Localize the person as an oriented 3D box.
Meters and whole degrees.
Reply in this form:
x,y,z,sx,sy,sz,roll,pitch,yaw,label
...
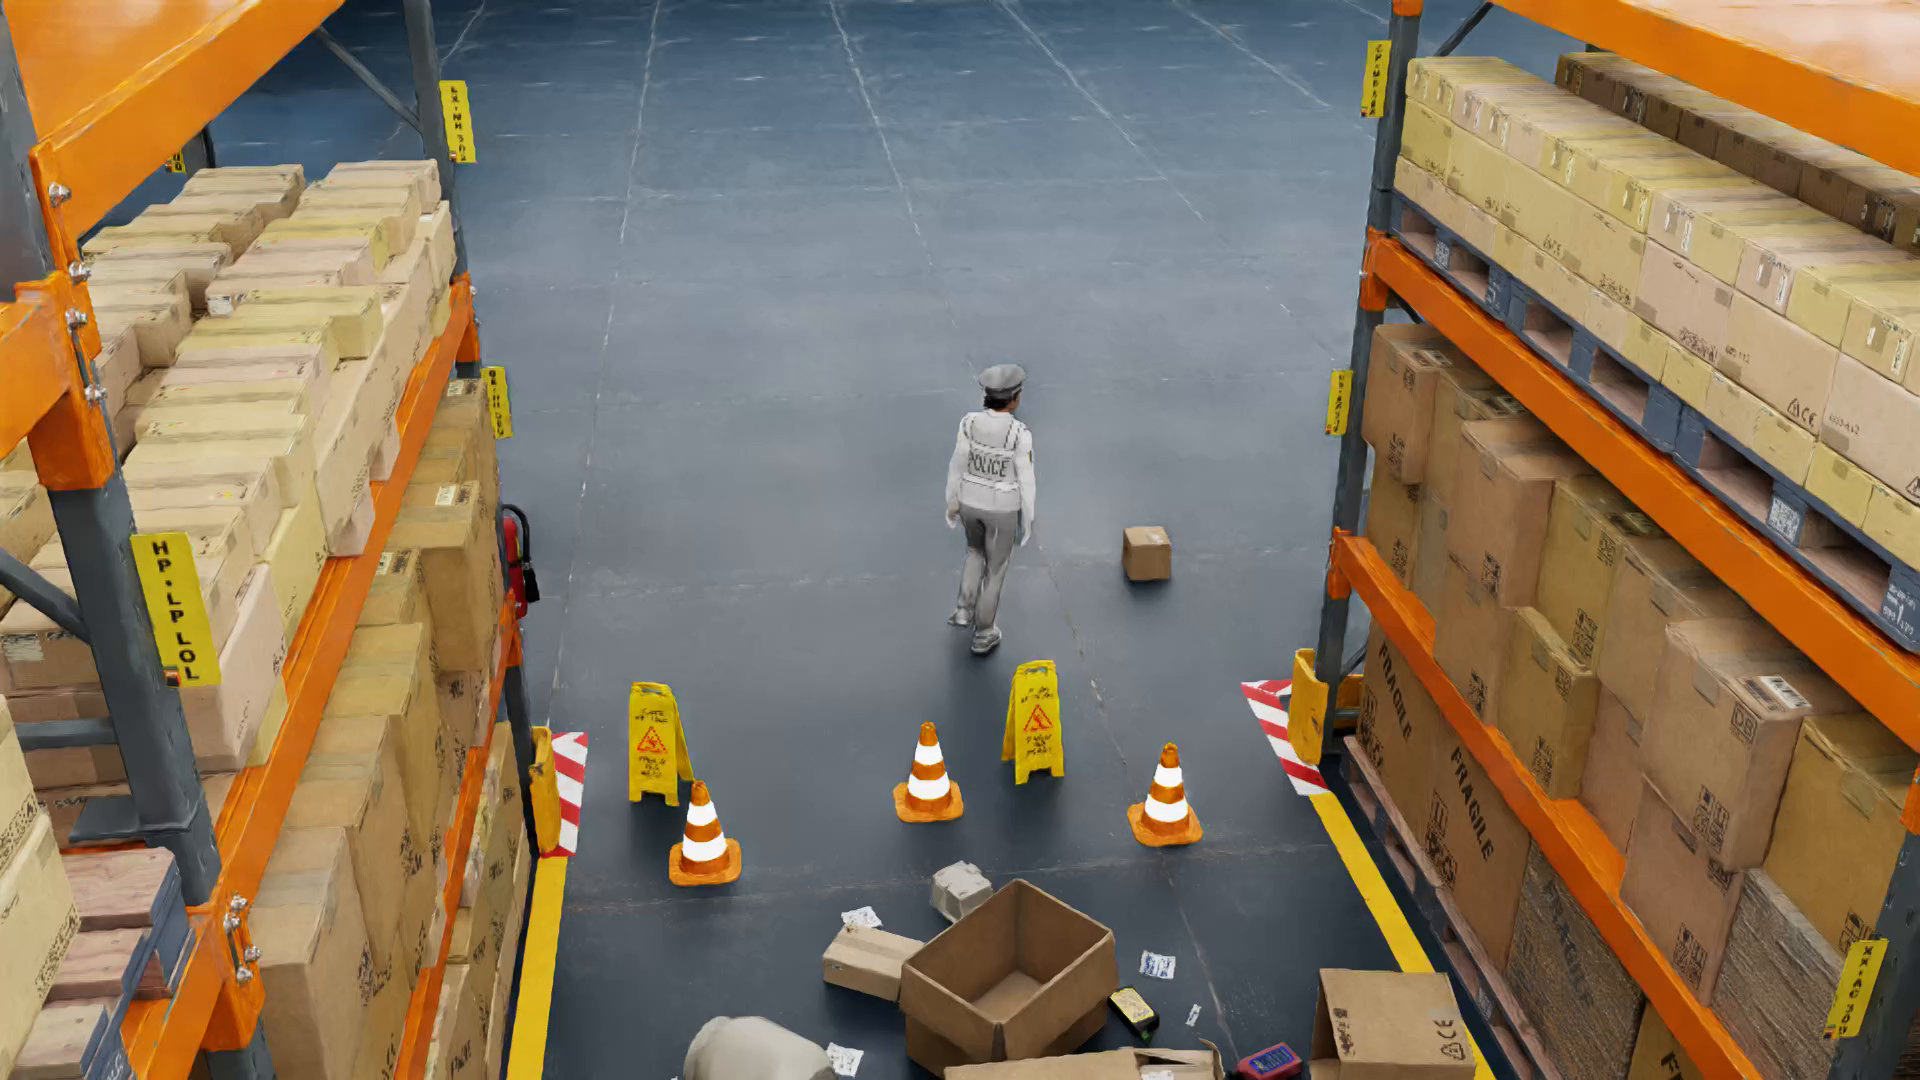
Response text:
x,y,z,sx,sy,sz,roll,pitch,yaw,label
0.177,-0.168,9.386,0.536,1.663,0.420,13,30,24,person
